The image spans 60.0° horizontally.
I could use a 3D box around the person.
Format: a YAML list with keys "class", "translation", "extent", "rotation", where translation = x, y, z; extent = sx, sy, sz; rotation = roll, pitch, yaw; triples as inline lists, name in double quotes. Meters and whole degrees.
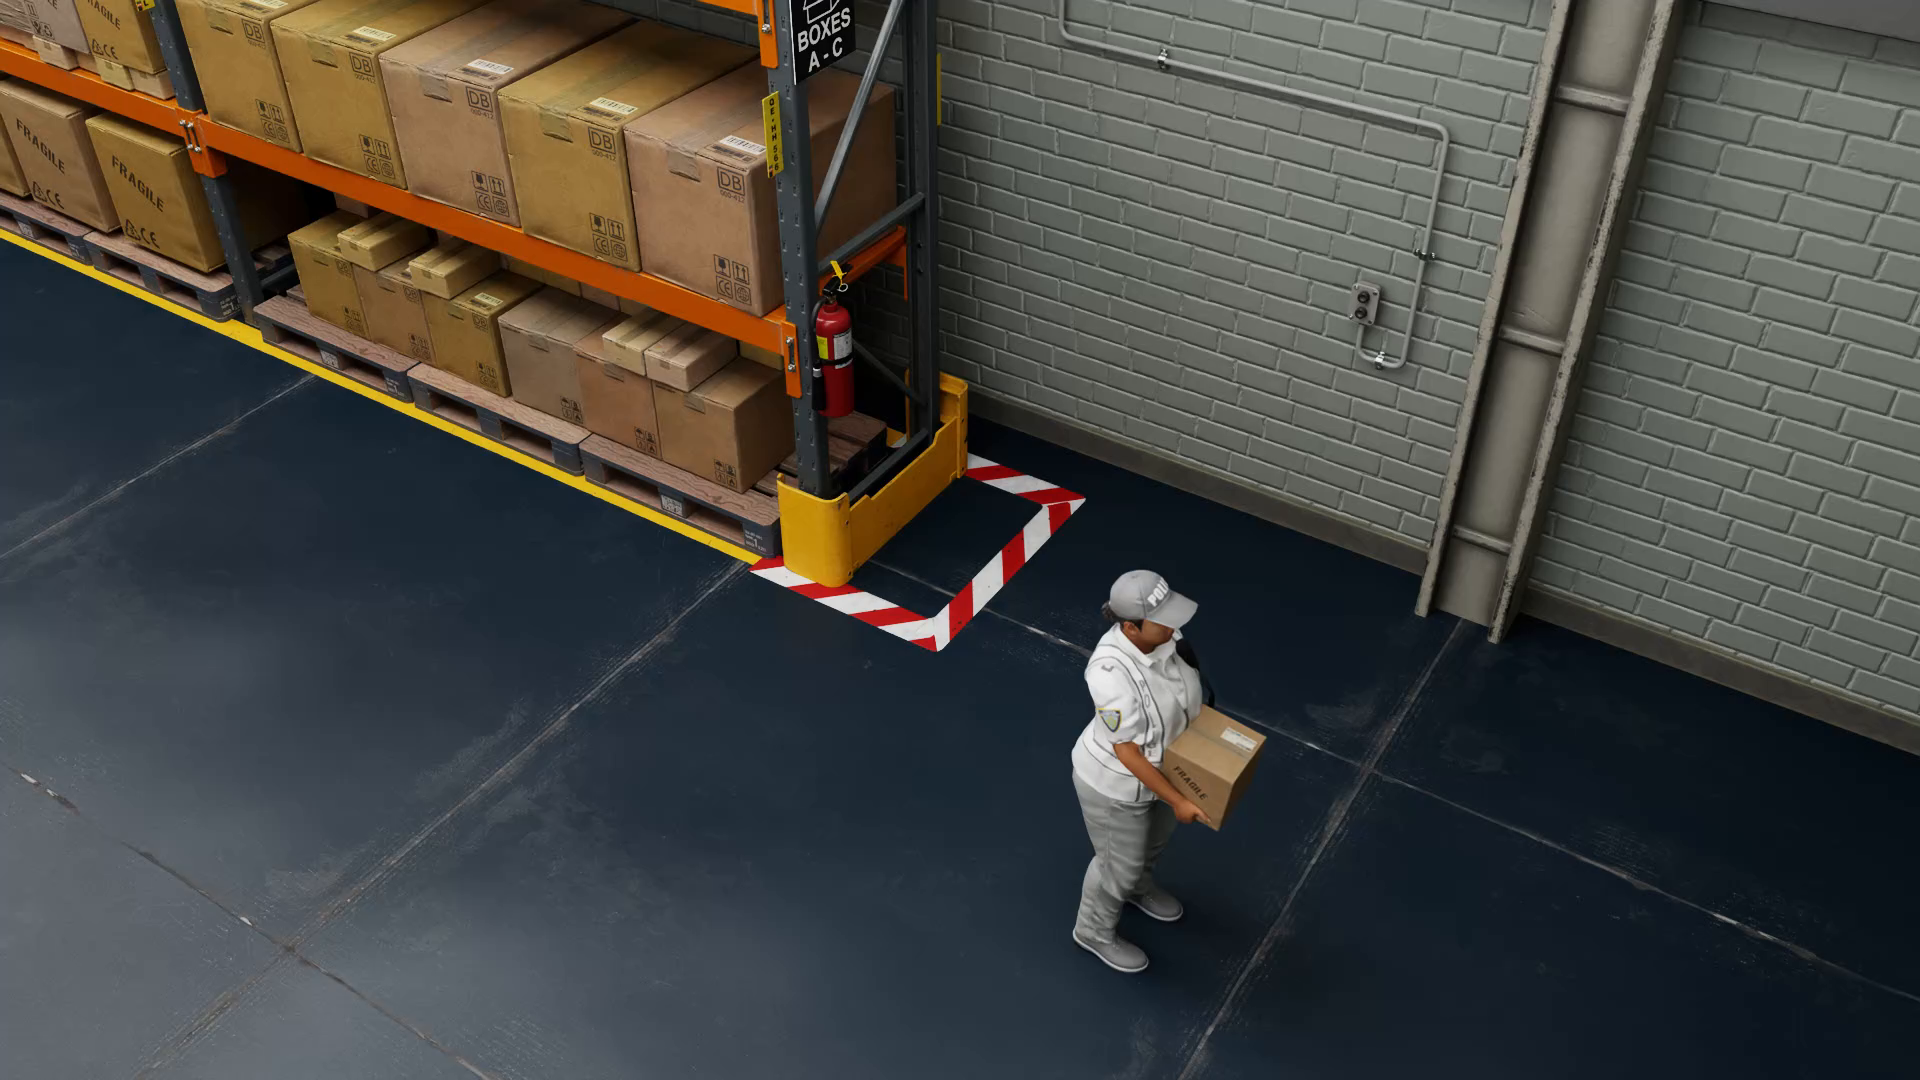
- class: "person"
  translation: [0.667, 0.805, 5.679]
  extent: [0.542, 1.659, 0.454]
  rotation: [22, 44, 25]
